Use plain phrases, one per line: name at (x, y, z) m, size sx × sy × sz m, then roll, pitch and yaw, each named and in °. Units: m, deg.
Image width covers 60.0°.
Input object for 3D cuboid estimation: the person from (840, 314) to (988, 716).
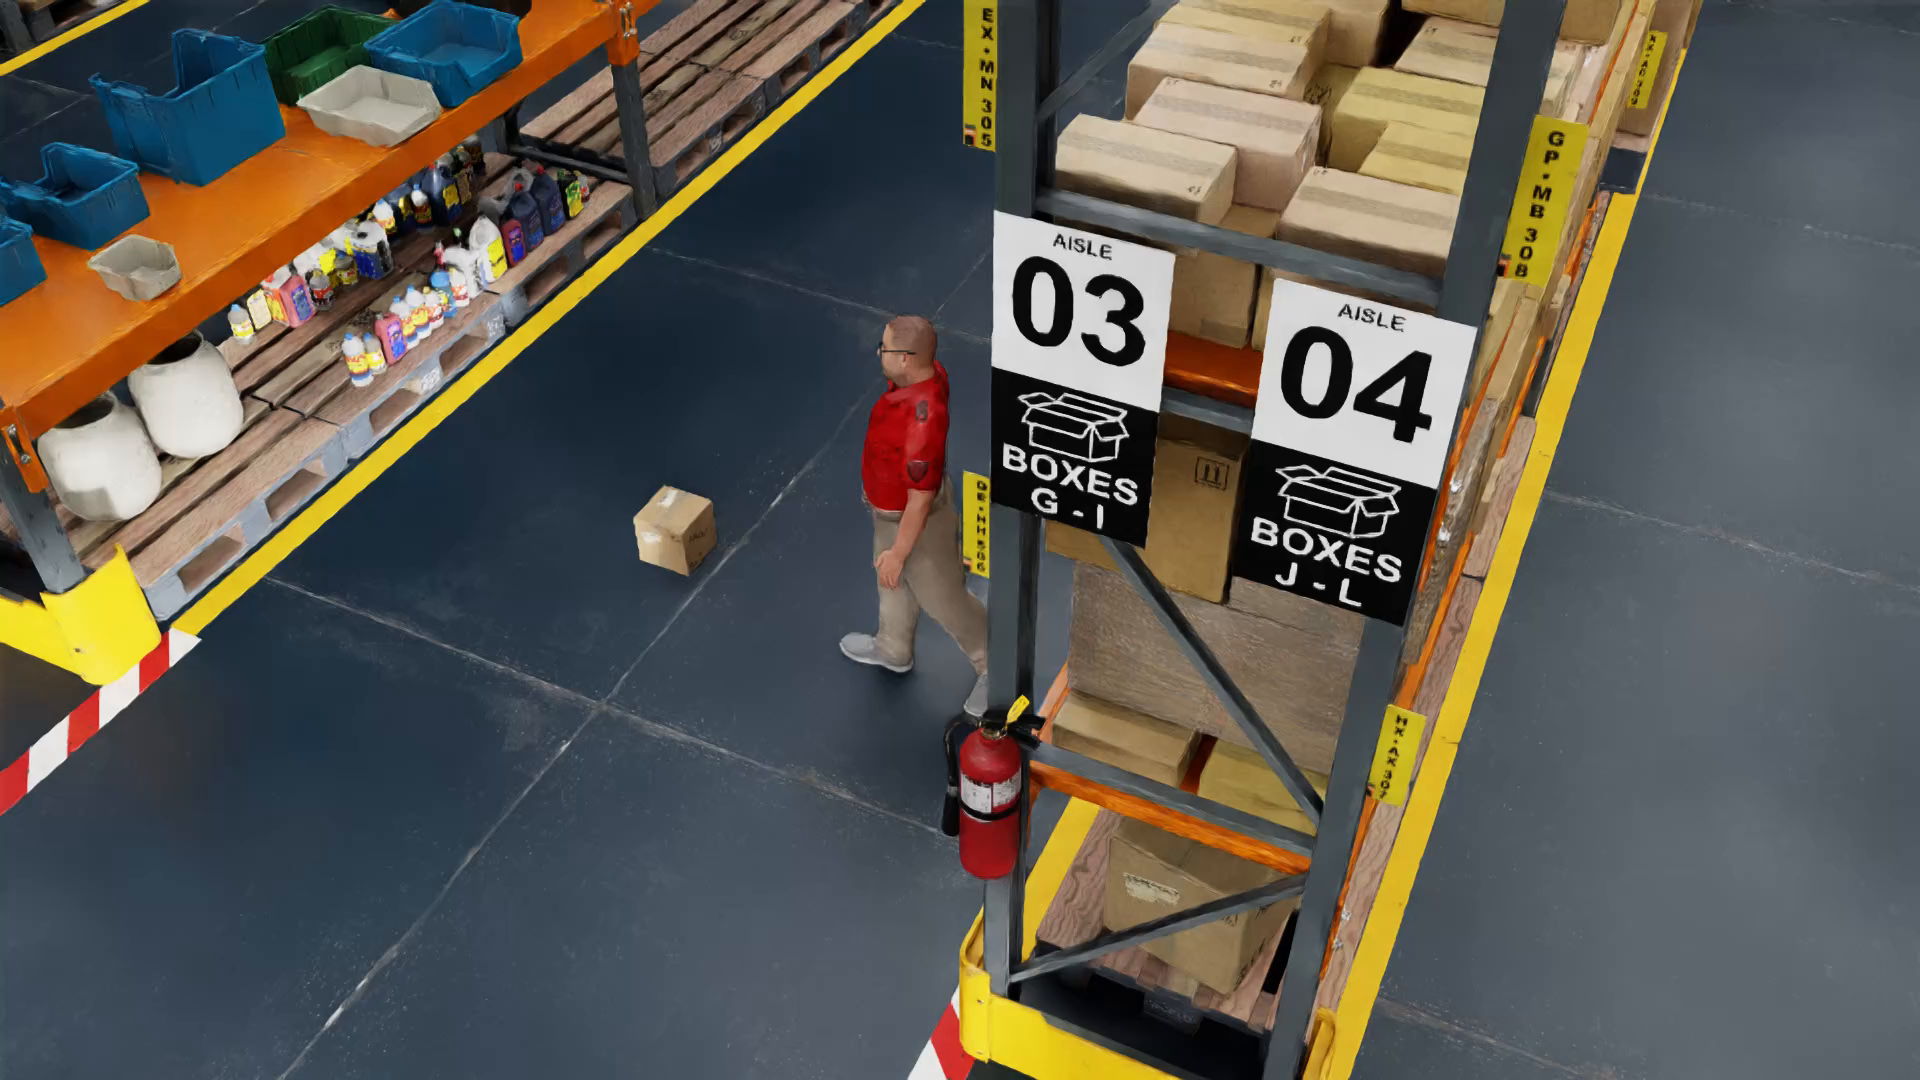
person at (-0.151, -0.115, 6.303) m, size 0.673 × 1.712 × 0.687 m, roll -4°, pitch 42°, yaw -4°
